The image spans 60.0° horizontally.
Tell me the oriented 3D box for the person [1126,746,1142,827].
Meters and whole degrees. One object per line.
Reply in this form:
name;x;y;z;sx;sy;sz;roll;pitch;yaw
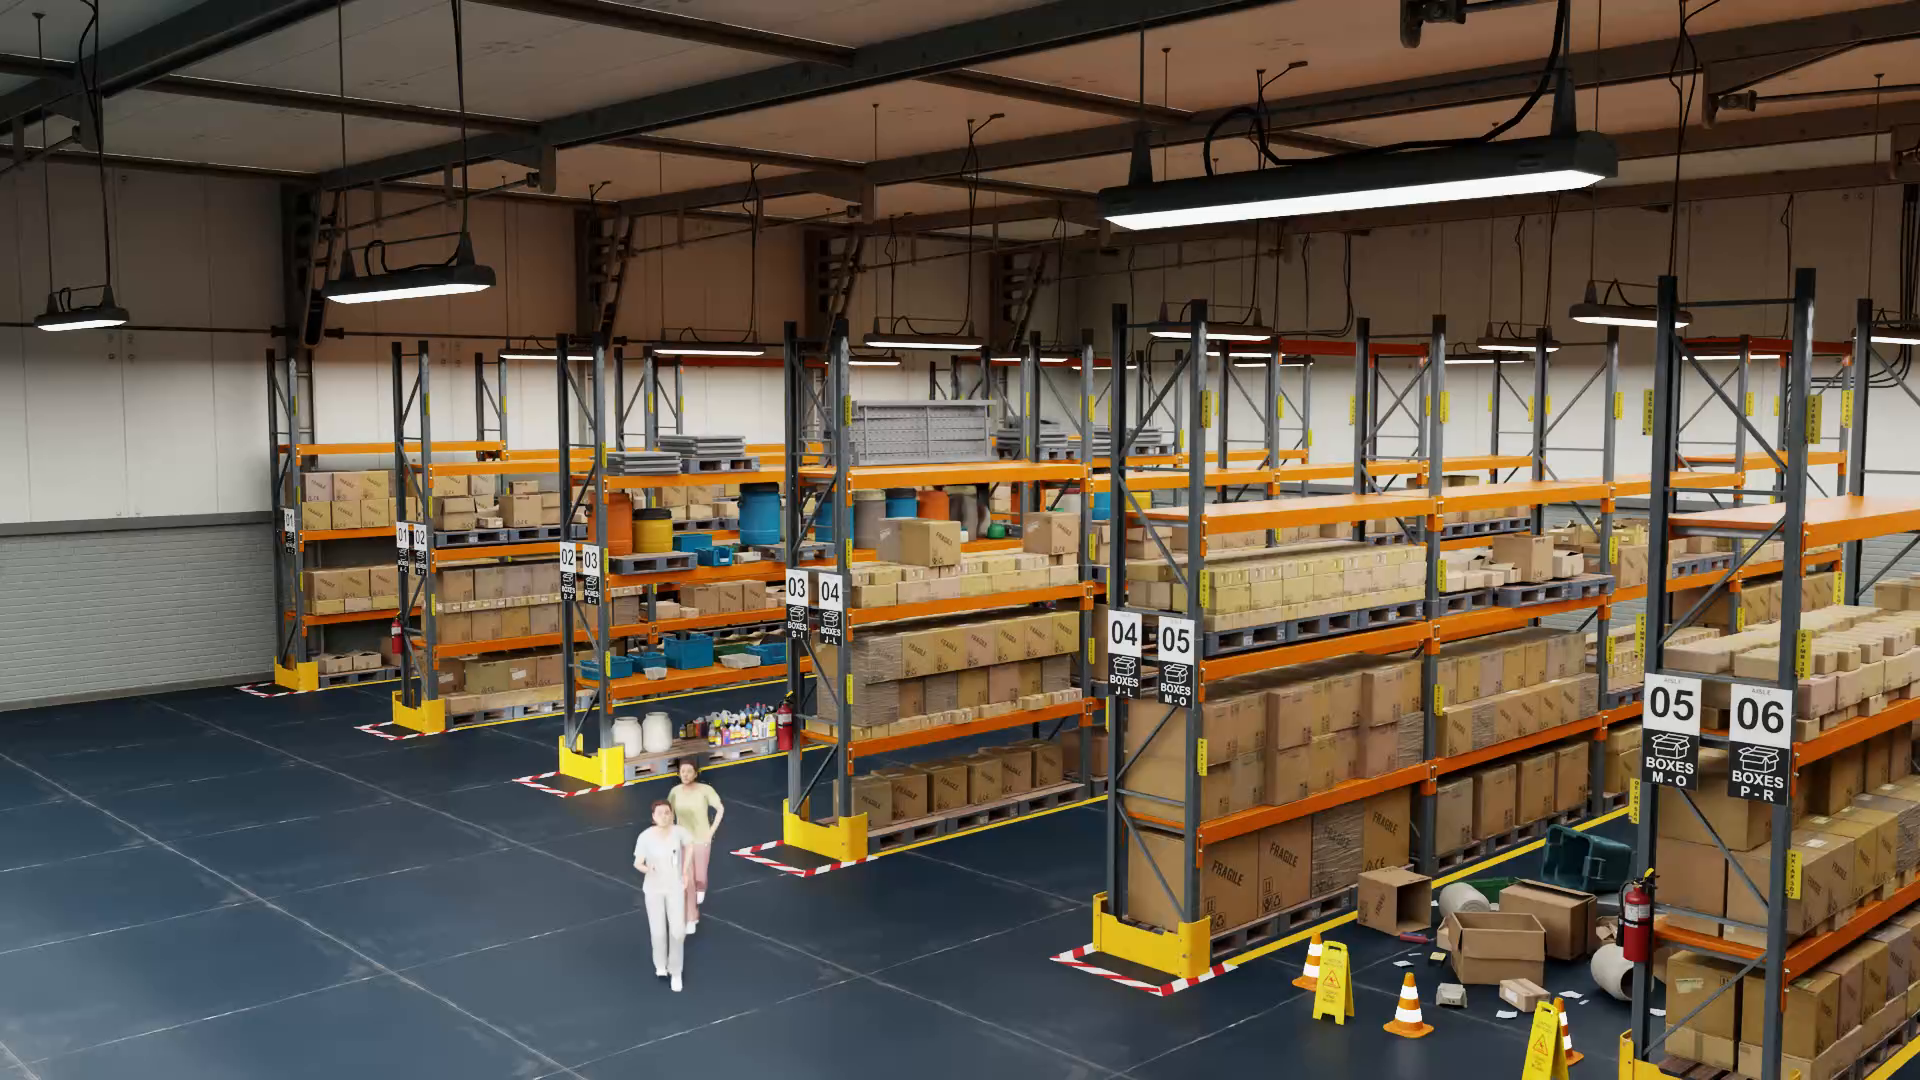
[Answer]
person;2.129;2.705;18.788;0.660;1.674;0.626;4;6;37

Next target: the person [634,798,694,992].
person;-2.577;3.091;14.518;0.523;1.699;0.733;-1;5;-10

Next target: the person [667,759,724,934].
person;-2.594;2.945;16.286;0.584;1.665;0.711;0;5;1
